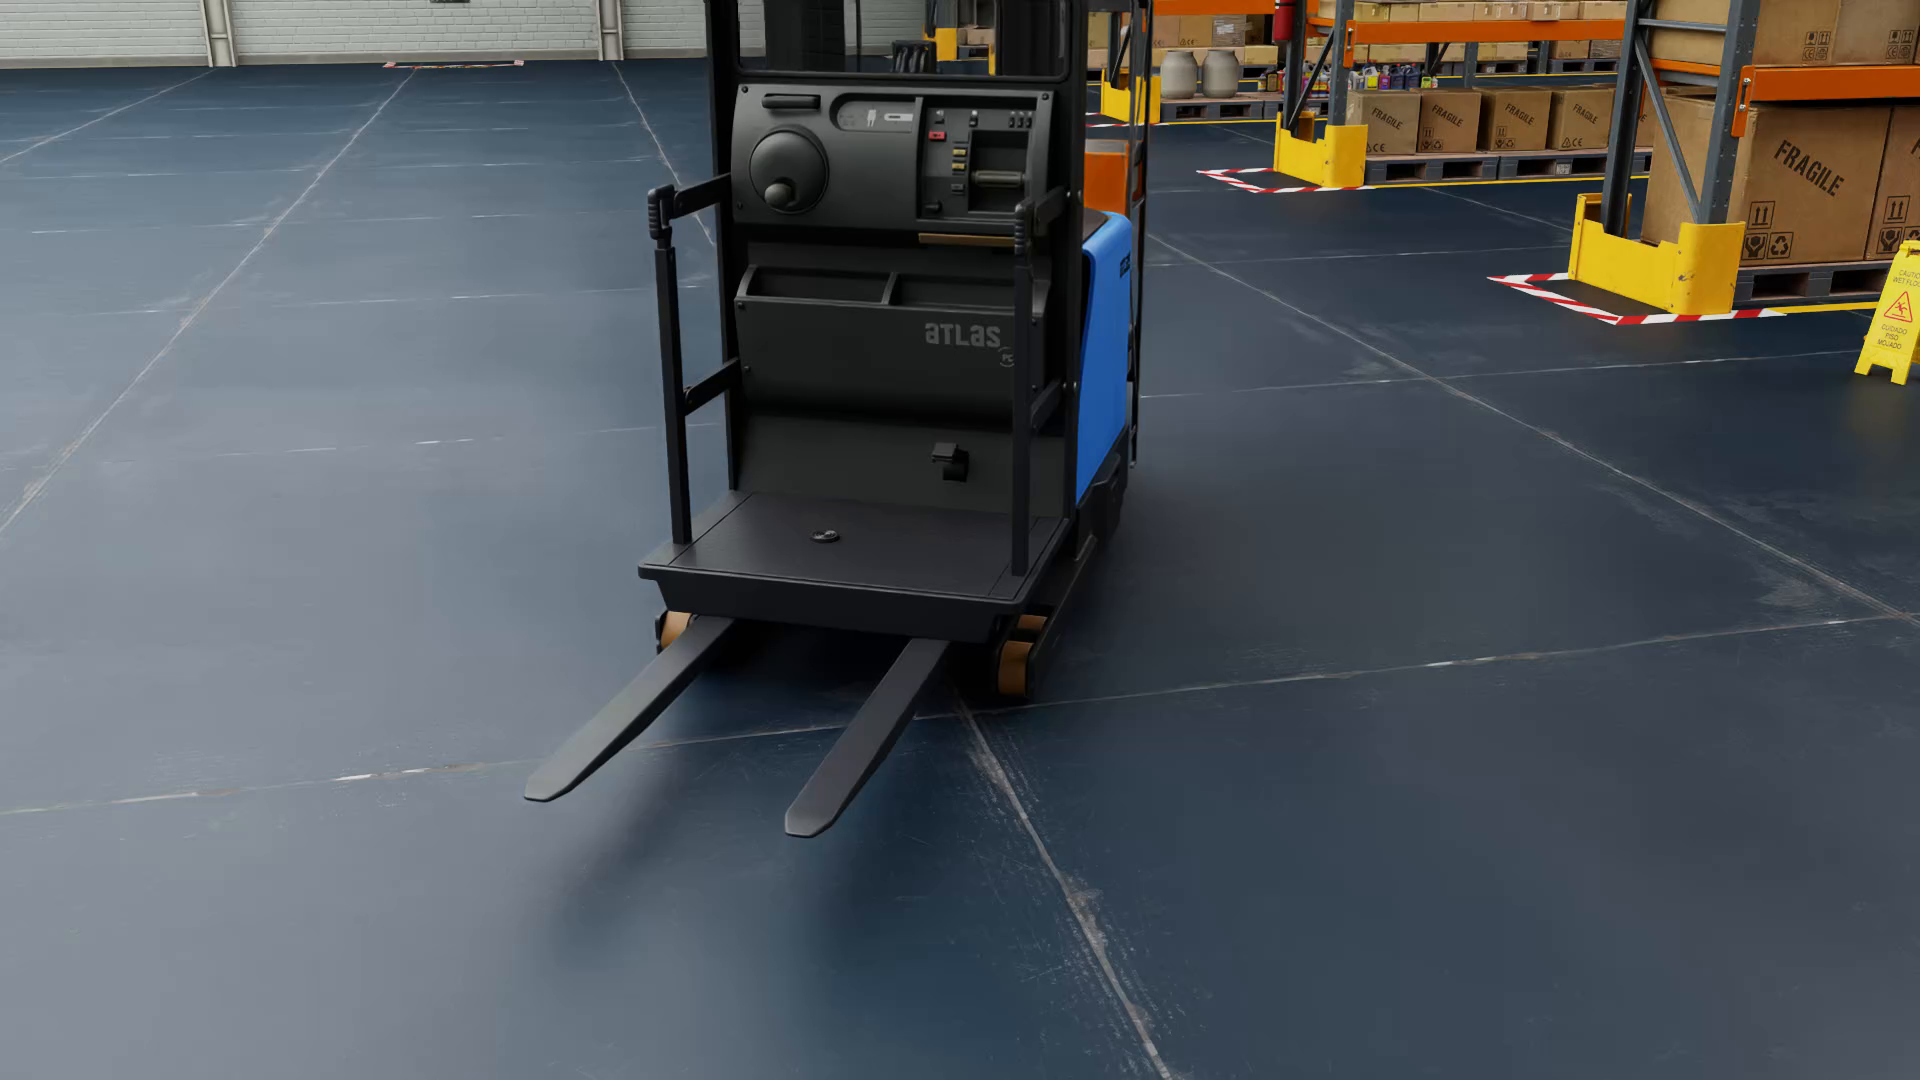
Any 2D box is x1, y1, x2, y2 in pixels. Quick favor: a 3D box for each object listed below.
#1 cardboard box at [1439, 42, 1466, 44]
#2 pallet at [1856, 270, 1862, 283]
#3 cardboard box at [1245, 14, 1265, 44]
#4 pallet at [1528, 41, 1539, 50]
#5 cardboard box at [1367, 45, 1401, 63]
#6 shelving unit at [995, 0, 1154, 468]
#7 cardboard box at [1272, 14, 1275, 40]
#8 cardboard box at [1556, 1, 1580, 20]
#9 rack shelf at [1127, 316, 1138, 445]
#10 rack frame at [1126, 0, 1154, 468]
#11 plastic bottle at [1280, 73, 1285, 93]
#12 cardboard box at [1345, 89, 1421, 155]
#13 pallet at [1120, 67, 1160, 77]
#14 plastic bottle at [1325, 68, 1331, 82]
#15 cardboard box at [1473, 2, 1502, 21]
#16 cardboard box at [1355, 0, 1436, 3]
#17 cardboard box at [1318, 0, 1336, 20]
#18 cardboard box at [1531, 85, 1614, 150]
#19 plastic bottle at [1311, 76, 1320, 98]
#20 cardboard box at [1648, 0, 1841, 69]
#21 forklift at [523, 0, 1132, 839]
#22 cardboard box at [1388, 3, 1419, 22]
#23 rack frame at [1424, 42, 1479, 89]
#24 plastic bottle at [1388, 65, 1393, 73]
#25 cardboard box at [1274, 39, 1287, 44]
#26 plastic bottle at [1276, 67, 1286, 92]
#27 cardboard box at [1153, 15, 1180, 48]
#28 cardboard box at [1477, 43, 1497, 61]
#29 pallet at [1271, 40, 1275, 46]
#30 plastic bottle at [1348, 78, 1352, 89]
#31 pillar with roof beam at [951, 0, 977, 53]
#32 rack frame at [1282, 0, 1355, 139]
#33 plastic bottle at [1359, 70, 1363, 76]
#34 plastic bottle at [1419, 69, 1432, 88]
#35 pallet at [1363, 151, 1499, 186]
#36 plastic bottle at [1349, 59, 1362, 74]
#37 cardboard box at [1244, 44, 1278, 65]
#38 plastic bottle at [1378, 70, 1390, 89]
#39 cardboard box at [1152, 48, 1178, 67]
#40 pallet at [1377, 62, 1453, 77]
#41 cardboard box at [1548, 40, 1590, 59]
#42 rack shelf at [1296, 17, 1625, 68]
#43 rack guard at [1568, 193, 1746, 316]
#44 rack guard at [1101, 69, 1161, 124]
[{"bbox_3d":[7.063,-7.436,24.326,0.500,0.311,0.500,-5,21,-13],"label":"cardboard box"},{"bbox_3d":[5.991,-1.731,10.233,1.213,0.211,1.003,-5,21,-12],"label":"pallet"},{"bbox_3d":[4.096,-7.483,24.178,0.500,0.500,0.500,-5,21,-12],"label":"cardboard box"},{"bbox_3d":[10.528,-9.052,30.218,1.213,0.211,1.003,-5,21,-12],"label":"pallet"},{"bbox_3d":[6.070,-7.093,24.205,0.500,0.250,0.500,-5,21,-14],"label":"cardboard box"},{"bbox_3d":[0.416,-1.256,6.190,0.503,2.100,0.431,5,21,14],"label":"shelving unit"},{"bbox_3d":[5.186,-8.996,29.005,0.500,0.500,0.700,-4,21,-12],"label":"cardboard box"},{"bbox_3d":[5.030,-4.499,14.100,0.250,0.149,0.380,-5,21,-12],"label":"cardboard box"},{"bbox_3d":[0.416,-0.586,6.435,0.480,0.518,0.431,5,21,14],"label":"rack shelf"},{"bbox_3d":[0.652,-1.234,6.132,0.015,2.100,0.400,5,21,14],"label":"rack frame"},{"bbox_3d":[3.826,-5.380,19.450,0.133,0.283,0.061,-5,21,-12],"label":"plastic bottle"},{"bbox_3d":[3.614,-3.591,14.280,0.500,0.500,0.500,-1,20,-2],"label":"cardboard box"},{"bbox_3d":[2.646,-6.700,23.799,1.213,0.211,1.003,-5,21,-12],"label":"pallet"},{"bbox_3d":[4.336,-5.405,19.528,0.135,0.276,0.152,-5,21,-12],"label":"plastic bottle"},{"bbox_3d":[4.313,-4.421,13.887,0.250,0.149,0.380,-5,21,-12],"label":"cardboard box"},{"bbox_3d":[3.544,-4.745,13.828,0.500,0.500,0.875,-5,21,-12],"label":"cardboard box"},{"bbox_3d":[3.233,-4.497,14.096,0.250,0.149,0.380,-5,21,-12],"label":"cardboard box"},{"bbox_3d":[5.355,-3.722,14.638,0.500,0.500,0.500,-7,21,-17],"label":"cardboard box"},{"bbox_3d":[4.033,-5.173,18.903,0.097,0.271,0.097,0,20,0],"label":"plastic bottle"},{"bbox_3d":[4.396,-2.970,9.344,0.550,0.550,0.875,-5,21,-12],"label":"cardboard box"},{"bbox_3d":[-0.250,-1.080,4.501,1.130,2.935,3.031,5,21,14],"label":"forklift"},{"bbox_3d":[3.583,-4.362,13.726,0.250,0.149,0.380,-5,21,-12],"label":"cardboard box"},{"bbox_3d":[5.756,-6.498,19.193,0.127,3.000,1.000,-5,21,-12],"label":"rack frame"},{"bbox_3d":[5.061,-5.480,19.724,0.133,0.283,0.061,-5,21,-12],"label":"plastic bottle"},{"bbox_3d":[4.948,-7.454,24.374,0.500,0.311,0.500,-5,21,-12],"label":"cardboard box"},{"bbox_3d":[3.801,-5.412,19.548,0.135,0.276,0.152,-4,21,-12],"label":"plastic bottle"},{"bbox_3d":[2.760,-7.184,23.362,0.500,0.500,0.500,-5,21,-12],"label":"cardboard box"},{"bbox_3d":[7.555,-7.214,24.534,0.500,0.250,0.500,-5,21,-13],"label":"cardboard box"},{"bbox_3d":[5.423,-8.665,29.162,1.213,0.211,1.003,-5,21,-12],"label":"pallet"},{"bbox_3d":[4.427,-5.172,19.003,0.097,0.201,0.097,0,20,0],"label":"plastic bottle"},{"bbox_3d":[1.056,-11.219,23.357,0.400,9.000,9.100,-5,21,-12],"label":"pillar with roof beam"},{"bbox_3d":[3.003,-4.524,13.803,0.127,3.000,1.000,-5,21,-12],"label":"rack frame"},{"bbox_3d":[4.646,-5.273,19.159,0.133,0.283,0.061,-5,21,-12],"label":"plastic bottle"},{"bbox_3d":[5.363,-5.281,19.179,0.133,0.283,0.061,-4,20,-10],"label":"plastic bottle"},{"bbox_3d":[3.875,-3.273,14.442,1.213,0.211,1.003,-5,21,-12],"label":"pallet"},{"bbox_3d":[4.691,-5.521,19.737,0.185,0.351,0.144,-6,21,-15],"label":"plastic bottle"},{"bbox_3d":[4.219,-6.953,23.821,0.500,0.250,0.500,-5,21,-12],"label":"cardboard box"},{"bbox_3d":[4.860,-5.240,19.067,0.133,0.283,0.061,-3,20,-9],"label":"plastic bottle"},{"bbox_3d":[2.760,-6.832,23.492,0.500,0.250,0.500,-5,21,-12],"label":"cardboard box"},{"bbox_3d":[6.517,-7.016,24.661,1.213,0.211,1.003,-5,21,-12],"label":"pallet"},{"bbox_3d":[9.021,-7.446,24.776,0.500,0.500,0.500,-4,20,-10],"label":"cardboard box"},{"bbox_3d":[4.949,-4.344,14.359,4.000,0.370,1.077,-5,21,-12],"label":"rack shelf"},{"bbox_3d":[4.022,-1.680,9.673,0.348,0.500,1.175,-5,21,-12],"label":"rack guard"},{"bbox_3d":[1.926,-5.030,18.818,0.348,0.500,1.175,-5,21,-12],"label":"rack guard"}]
